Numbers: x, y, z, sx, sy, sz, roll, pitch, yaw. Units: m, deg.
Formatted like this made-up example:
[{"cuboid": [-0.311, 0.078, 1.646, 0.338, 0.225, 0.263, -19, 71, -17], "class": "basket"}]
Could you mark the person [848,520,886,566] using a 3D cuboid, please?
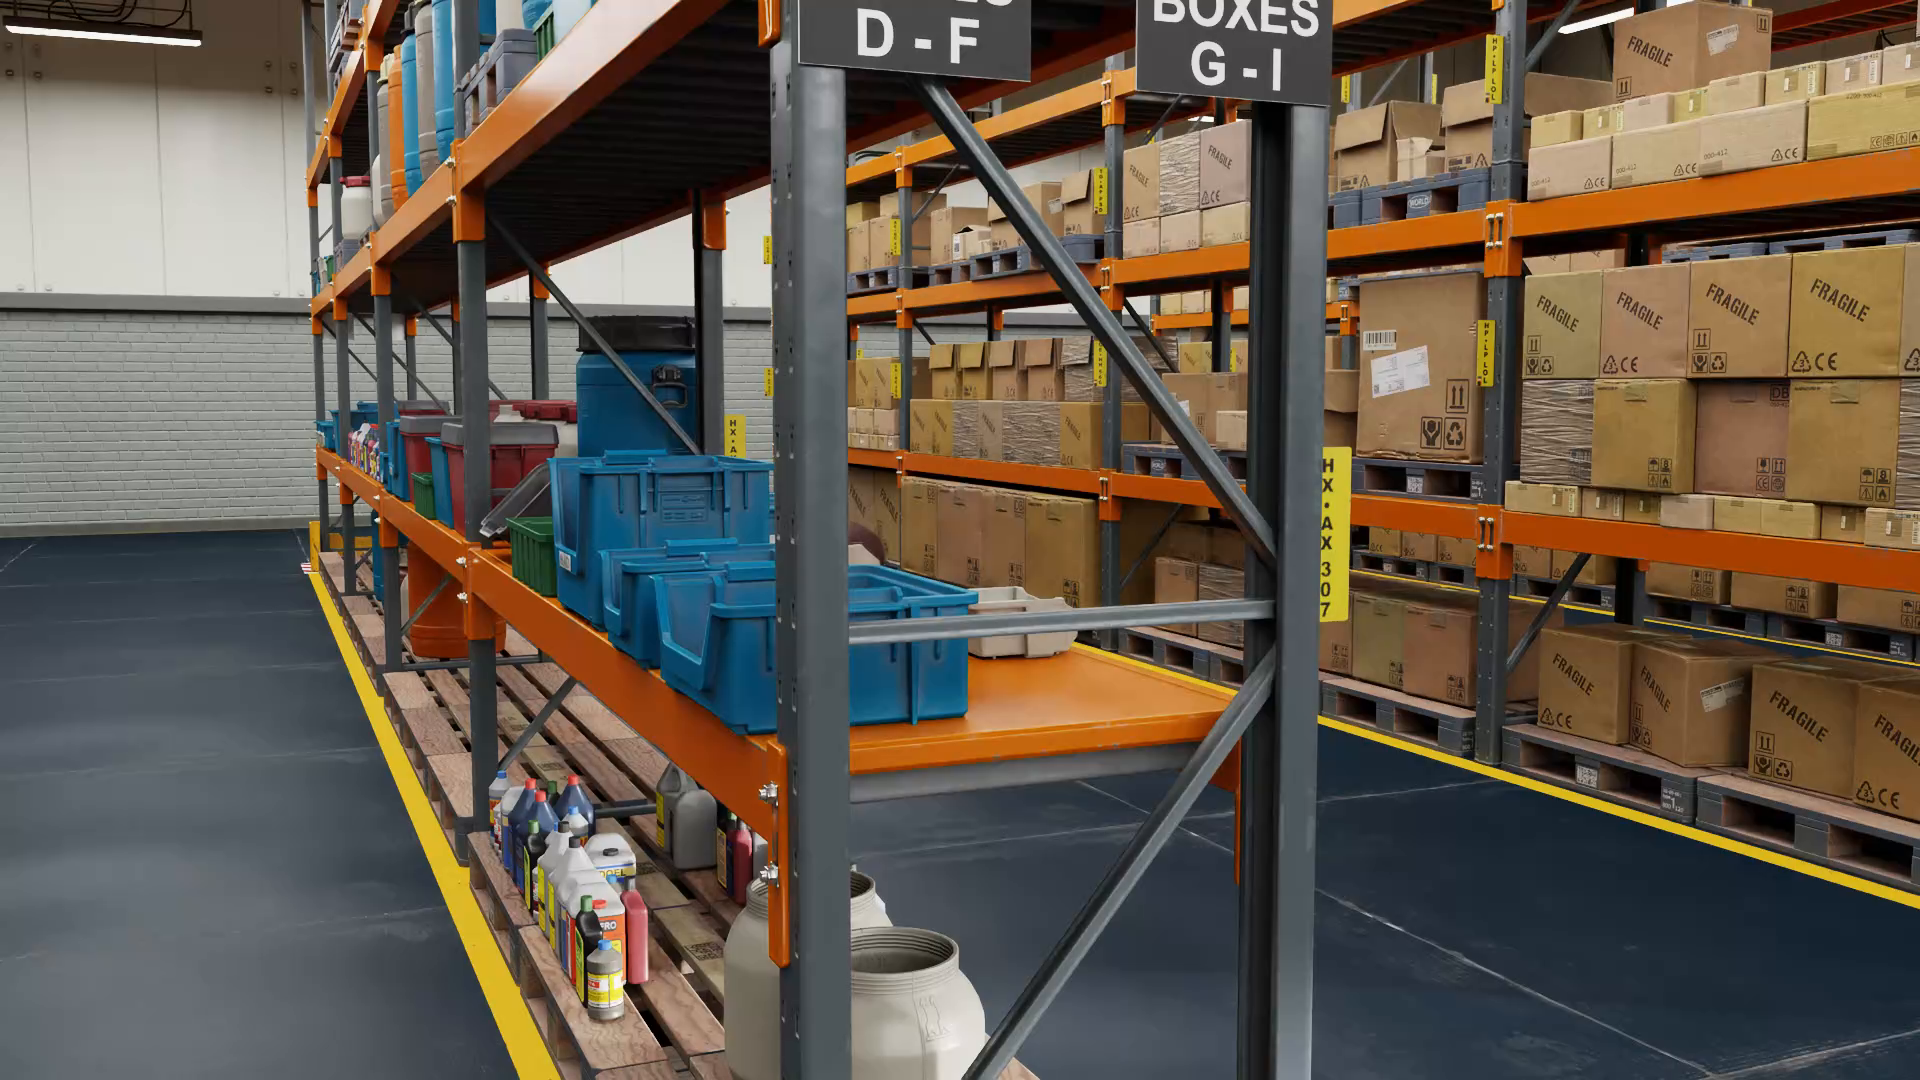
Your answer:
[{"cuboid": [-0.959, 0.363, 11.259, 0.942, 1.041, 0.592, -3, 6, -26], "class": "person"}]
